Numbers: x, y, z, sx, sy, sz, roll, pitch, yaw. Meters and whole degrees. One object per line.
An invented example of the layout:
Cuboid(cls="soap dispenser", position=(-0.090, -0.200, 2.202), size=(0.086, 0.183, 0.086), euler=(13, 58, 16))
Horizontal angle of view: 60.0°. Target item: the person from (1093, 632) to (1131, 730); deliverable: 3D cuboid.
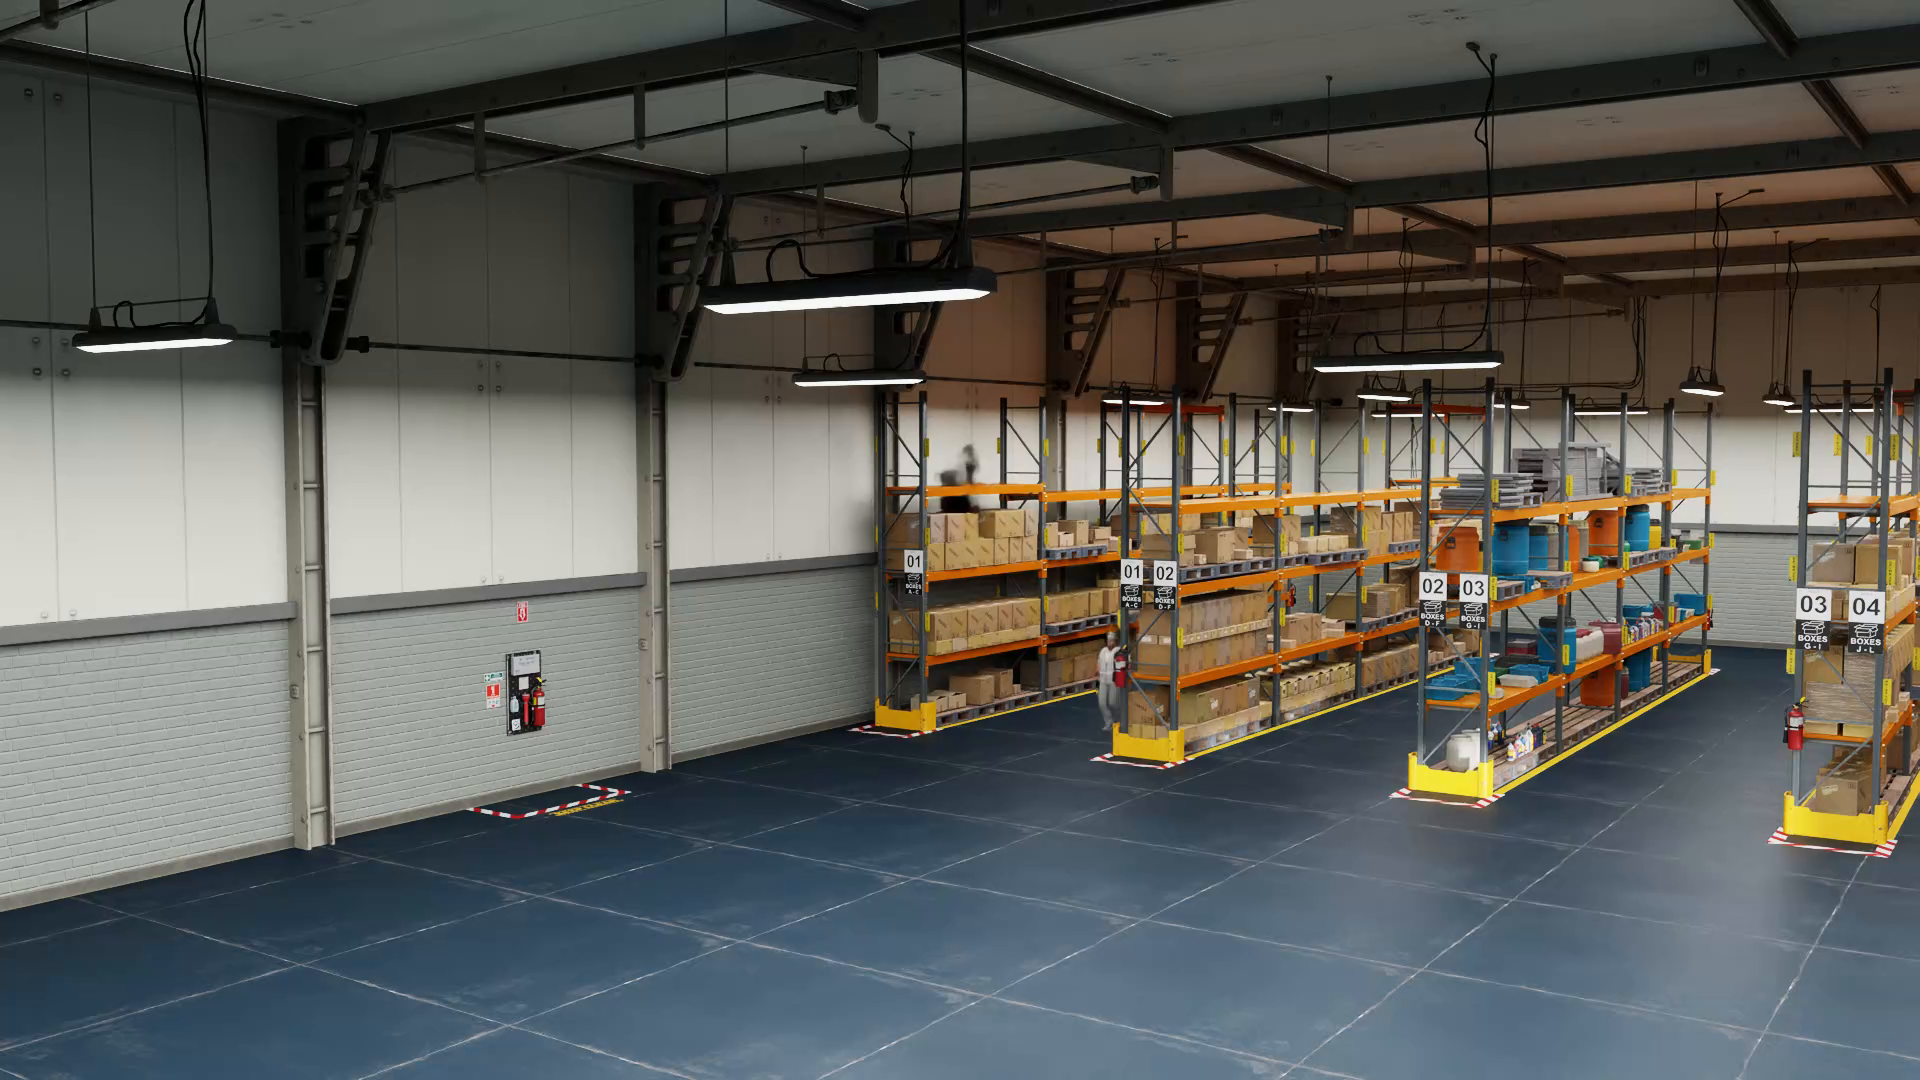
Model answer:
Cuboid(cls="person", position=(2.653, 2.466, 29.177), size=(0.660, 1.732, 0.626), euler=(2, 4, 33))
